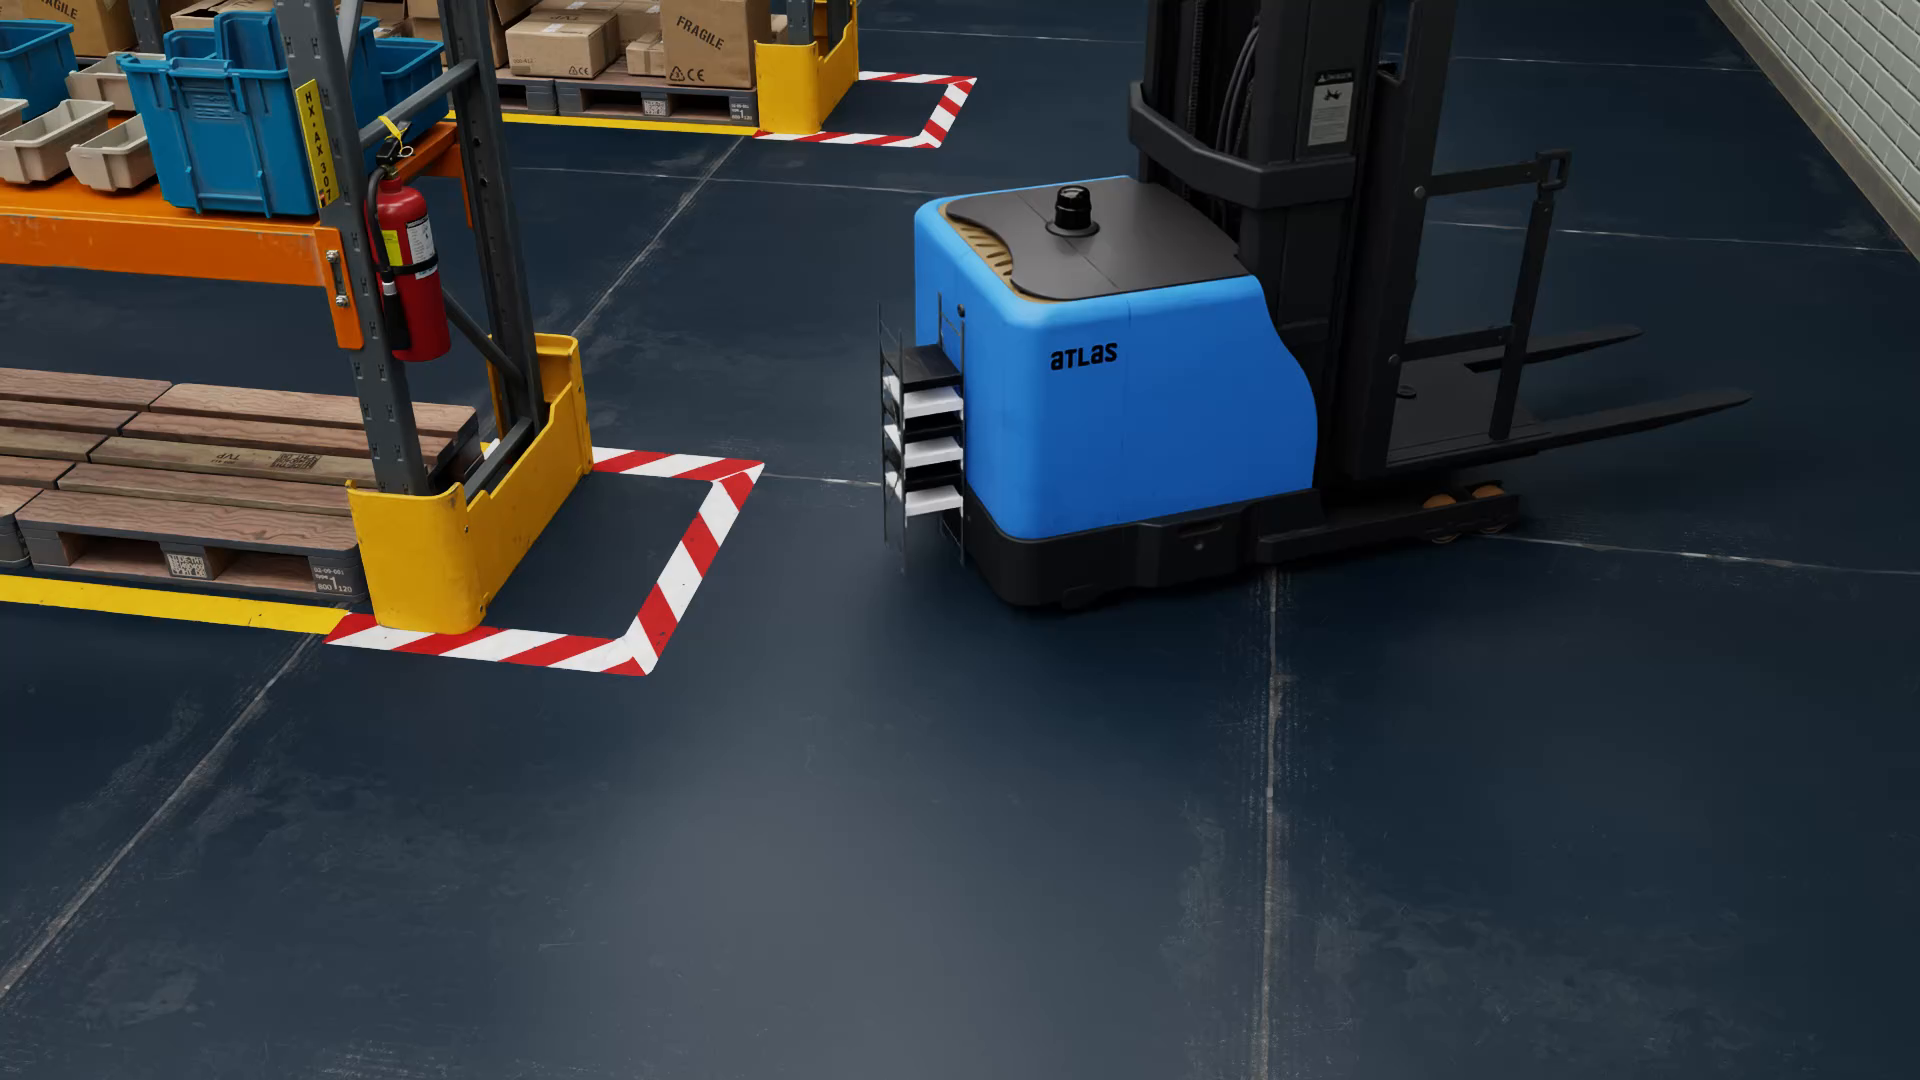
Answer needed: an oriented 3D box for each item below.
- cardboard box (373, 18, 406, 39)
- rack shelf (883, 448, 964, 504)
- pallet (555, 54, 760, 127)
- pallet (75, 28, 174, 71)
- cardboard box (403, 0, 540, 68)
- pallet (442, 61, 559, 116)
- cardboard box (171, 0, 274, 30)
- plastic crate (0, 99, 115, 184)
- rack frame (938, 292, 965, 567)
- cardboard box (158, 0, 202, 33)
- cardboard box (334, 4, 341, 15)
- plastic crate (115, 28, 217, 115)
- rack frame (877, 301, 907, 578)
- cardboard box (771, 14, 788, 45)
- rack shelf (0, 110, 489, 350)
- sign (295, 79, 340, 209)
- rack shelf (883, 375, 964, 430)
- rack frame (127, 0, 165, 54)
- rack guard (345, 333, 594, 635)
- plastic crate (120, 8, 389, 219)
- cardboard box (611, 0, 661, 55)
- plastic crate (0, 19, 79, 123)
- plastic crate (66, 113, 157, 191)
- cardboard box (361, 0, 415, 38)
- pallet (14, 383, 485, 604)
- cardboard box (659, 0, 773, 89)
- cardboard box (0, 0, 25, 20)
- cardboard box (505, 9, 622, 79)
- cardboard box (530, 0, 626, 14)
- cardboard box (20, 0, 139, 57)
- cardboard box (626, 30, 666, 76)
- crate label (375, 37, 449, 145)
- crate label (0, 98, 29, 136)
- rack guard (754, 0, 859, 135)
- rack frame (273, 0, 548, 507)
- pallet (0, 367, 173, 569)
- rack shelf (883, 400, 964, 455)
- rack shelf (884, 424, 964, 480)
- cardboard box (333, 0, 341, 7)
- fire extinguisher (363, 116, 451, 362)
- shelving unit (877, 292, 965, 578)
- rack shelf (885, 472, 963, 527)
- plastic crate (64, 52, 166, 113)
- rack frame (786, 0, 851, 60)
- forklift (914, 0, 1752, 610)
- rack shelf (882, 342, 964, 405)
[{"bbox_3d":[-3.521,-2.992,9.959,0.250,0.166,0.380,5,32,8],"label":"cardboard box"},{"bbox_3d":[-0.125,-0.230,5.501,0.200,0.077,0.258,-11,34,-16],"label":"rack shelf"},{"bbox_3d":[-1.671,-2.768,9.973,1.213,0.211,1.003,5,32,8],"label":"pallet"},{"bbox_3d":[-5.561,-3.100,10.504,1.213,0.211,1.003,5,32,8],"label":"pallet"},{"bbox_3d":[-2.900,-3.193,9.962,0.637,0.503,0.797,5,32,8],"label":"cardboard box"},{"bbox_3d":[-2.870,-2.878,10.149,1.213,0.211,1.003,5,32,8],"label":"pallet"},{"bbox_3d":[-4.376,-3.126,10.036,0.500,0.311,0.500,5,32,8],"label":"cardboard box"},{"bbox_3d":[-2.765,-1.207,5.044,0.243,0.136,0.396,5,32,8],"label":"plastic crate"},{"bbox_3d":[-0.029,-0.352,5.464,0.006,0.900,0.240,-11,34,-16],"label":"rack frame"},{"bbox_3d":[-5.189,-3.527,10.499,0.500,0.500,0.500,4,32,6],"label":"cardboard box"},{"bbox_3d":[-3.764,-3.303,10.472,0.250,0.149,0.380,5,32,8],"label":"cardboard box"},{"bbox_3d":[-2.484,-1.490,5.404,0.300,0.233,0.416,5,32,8],"label":"plastic crate"},{"bbox_3d":[-0.221,-0.316,5.407,0.006,0.900,0.240,-11,34,-16],"label":"rack frame"},{"bbox_3d":[-1.165,-3.068,10.096,0.250,0.149,0.380,5,32,8],"label":"cardboard box"},{"bbox_3d":[-3.619,-1.156,5.447,4.000,0.370,1.077,5,32,8],"label":"rack shelf"},{"bbox_3d":[-1.724,-1.062,4.466,0.005,0.325,0.100,5,32,8],"label":"sign"},{"bbox_3d":[-0.125,-0.458,5.358,0.200,0.077,0.258,-11,34,-16],"label":"rack shelf"},{"bbox_3d":[-4.753,-4.229,9.680,0.127,3.000,1.000,5,32,8],"label":"rack frame"},{"bbox_3d":[-1.621,-0.227,5.642,0.348,0.500,1.175,5,32,8],"label":"rack guard"},{"bbox_3d":[-2.009,-1.255,4.838,0.499,0.435,0.616,5,32,8],"label":"plastic crate"},{"bbox_3d":[-1.791,-3.135,10.108,0.500,0.250,0.500,5,32,8],"label":"cardboard box"},{"bbox_3d":[-3.133,-1.548,5.498,0.300,0.233,0.416,5,32,8],"label":"plastic crate"},{"bbox_3d":[-2.482,-1.174,4.990,0.243,0.136,0.396,5,32,8],"label":"plastic crate"},{"bbox_3d":[-3.405,-3.307,10.325,0.500,0.311,0.500,5,32,8],"label":"cardboard box"},{"bbox_3d":[-2.454,-0.194,5.861,1.213,0.211,1.003,5,32,8],"label":"pallet"},{"bbox_3d":[-1.388,-2.919,9.528,0.500,0.500,0.500,5,32,8],"label":"cardboard box"},{"bbox_3d":[-5.774,-3.299,10.135,0.500,0.500,0.500,5,32,8],"label":"cardboard box"},{"bbox_3d":[-2.319,-2.914,9.755,0.500,0.250,0.500,5,32,8],"label":"cardboard box"},{"bbox_3d":[-2.284,-3.180,10.179,0.500,0.250,0.500,5,32,8],"label":"cardboard box"},{"bbox_3d":[-5.288,-3.251,10.057,0.500,0.500,0.500,5,32,8],"label":"cardboard box"},{"bbox_3d":[-1.772,-2.861,9.749,0.250,0.166,0.380,5,32,8],"label":"cardboard box"},{"bbox_3d":[-1.835,-1.431,5.310,0.303,0.233,0.416,5,32,8],"label":"crate label"},{"bbox_3d":[-3.044,-1.219,5.063,0.243,0.136,0.396,5,32,8],"label":"crate label"},{"bbox_3d":[-0.885,-2.820,9.784,0.348,0.500,1.175,5,32,8],"label":"rack guard"},{"bbox_3d":[-1.647,-1.282,4.971,0.127,3.000,1.000,5,32,8],"label":"rack frame"},{"bbox_3d":[-3.653,-0.304,6.037,1.213,0.211,1.003,5,32,8],"label":"pallet"},{"bbox_3d":[-0.125,-0.382,5.405,0.200,0.077,0.258,-11,34,-16],"label":"rack shelf"},{"bbox_3d":[-0.125,-0.306,5.453,0.200,0.077,0.258,-11,34,-16],"label":"rack shelf"},{"bbox_3d":[-4.144,-3.454,10.382,0.500,0.500,0.500,5,32,8],"label":"cardboard box"},{"bbox_3d":[-1.575,-0.840,4.689,0.183,0.674,0.296,5,32,8],"label":"fire extinguisher"},{"bbox_3d":[-0.125,-0.334,5.436,0.210,0.900,0.258,-11,34,-16],"label":"shelving unit"},{"bbox_3d":[-0.125,-0.153,5.549,0.200,0.077,0.258,-11,34,-16],"label":"rack shelf"},{"bbox_3d":[-2.806,-1.522,5.547,0.298,0.136,0.250,5,32,8],"label":"plastic crate"},{"bbox_3d":[-0.810,-3.872,9.109,0.127,3.000,1.000,5,32,8],"label":"rack frame"},{"bbox_3d":[1.407,-1.484,5.358,3.031,2.935,1.130,-11,34,-16],"label":"forklift"},{"bbox_3d":[-0.125,-0.535,5.310,0.200,0.077,0.258,-11,34,-16],"label":"rack shelf"}]
